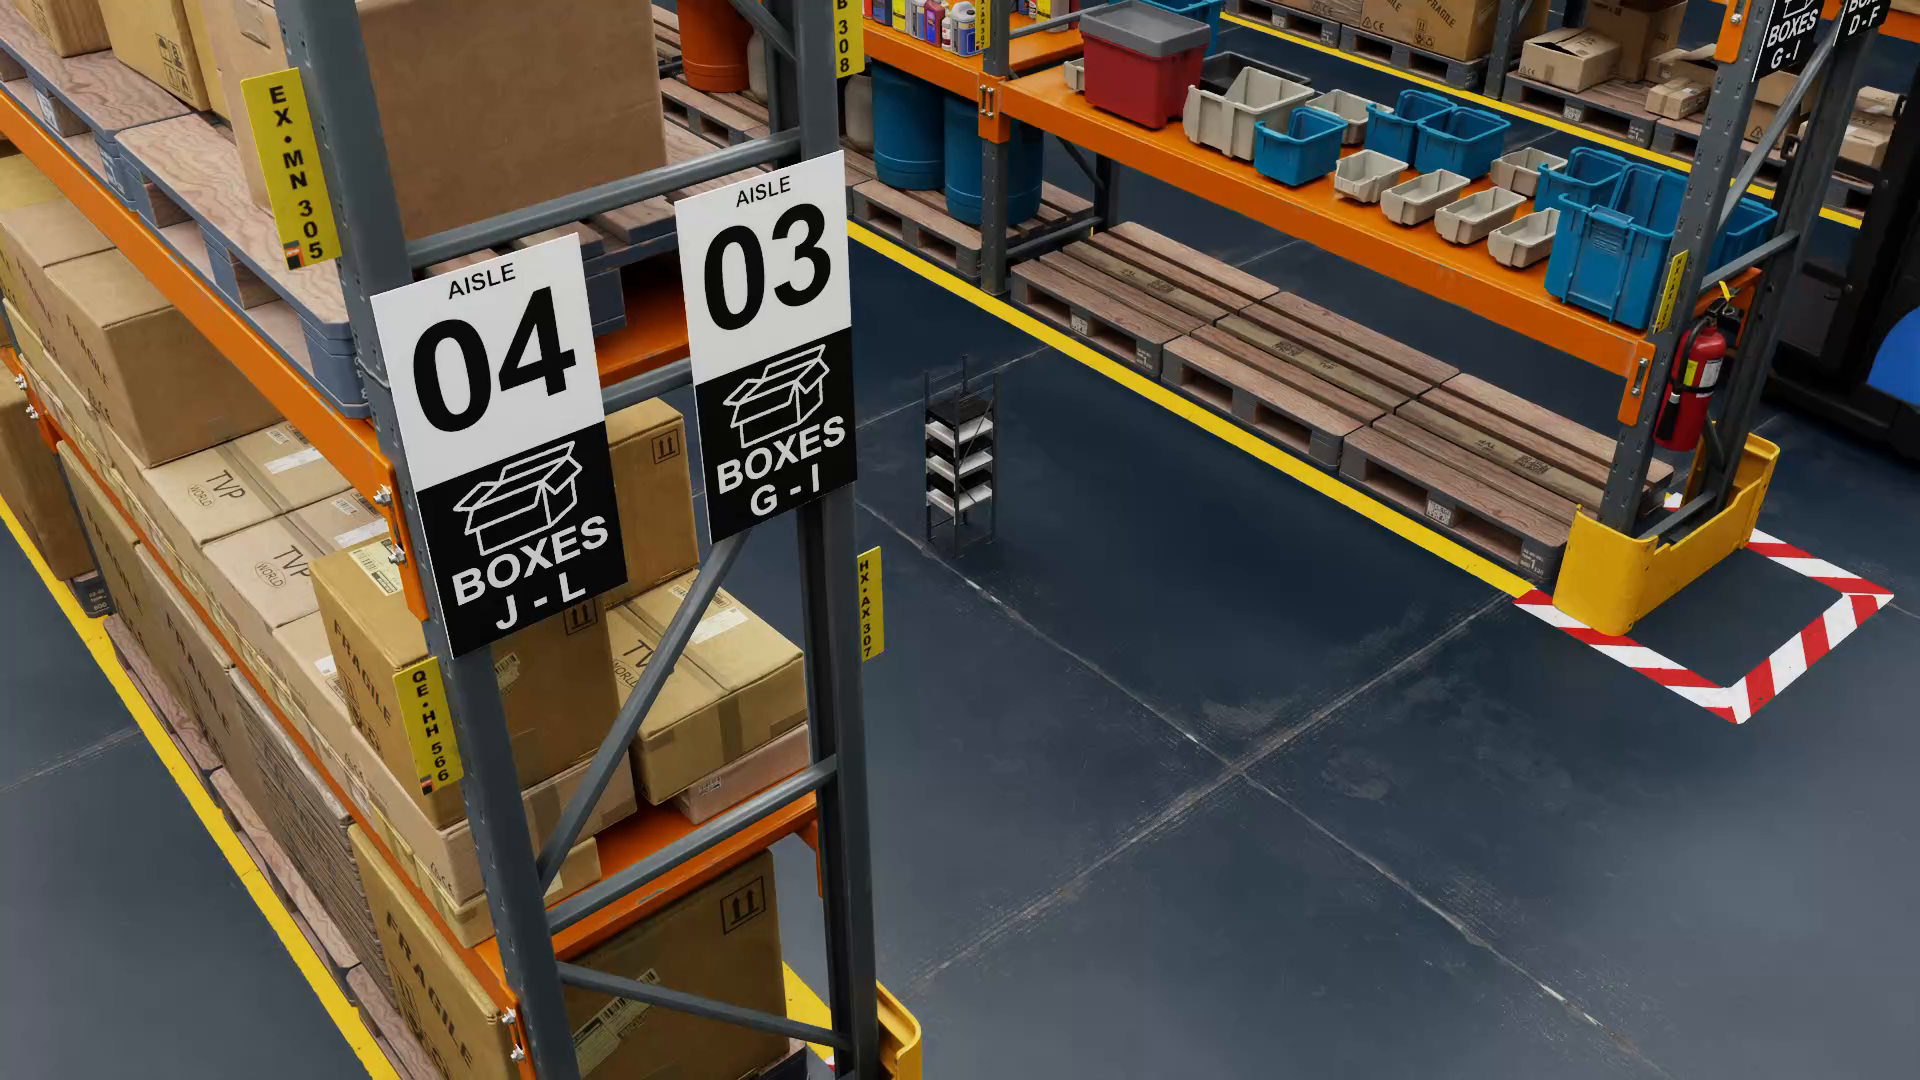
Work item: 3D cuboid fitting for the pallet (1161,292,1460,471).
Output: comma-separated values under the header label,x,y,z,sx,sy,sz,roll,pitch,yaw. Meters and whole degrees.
label,x,y,z,sx,sy,sz,roll,pitch,yaw
pallet,1.838,-0.870,8.796,1.003,0.211,1.213,-26,43,-32

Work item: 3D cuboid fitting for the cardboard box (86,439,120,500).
label,x,y,z,sx,sy,sz,roll,pitch,yaw
cardboard box,-2.793,-0.305,5.803,0.380,0.149,0.250,-27,44,-33

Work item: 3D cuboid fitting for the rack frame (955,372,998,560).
label,x,y,z,sx,sy,sz,roll,pitch,yaw
rack frame,0.071,-0.319,7.421,0.240,0.900,0.006,-26,43,-32

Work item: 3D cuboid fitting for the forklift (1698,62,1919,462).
label,x,y,z,sx,sy,sz,roll,pitch,yaw
forklift,4.698,-2.109,8.191,1.130,2.935,3.031,-22,41,-27

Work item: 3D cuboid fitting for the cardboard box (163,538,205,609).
label,x,y,z,sx,sy,sz,roll,pitch,yaw
cardboard box,-2.297,0.035,5.323,0.380,0.149,0.250,-27,44,-33

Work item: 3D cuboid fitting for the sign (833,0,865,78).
label,x,y,z,sx,sy,sz,roll,pitch,yaw
sign,-0.232,-1.061,3.233,0.100,0.325,0.005,-26,43,-32

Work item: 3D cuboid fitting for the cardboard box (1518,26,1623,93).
label,x,y,z,sx,sy,sz,roll,pitch,yaw
cardboard box,4.434,-3.519,12.070,0.500,0.311,0.500,-26,43,-32

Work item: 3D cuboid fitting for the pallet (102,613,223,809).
label,x,y,z,sx,sy,sz,roll,pitch,yaw
pallet,-2.810,0.493,6.871,1.003,0.211,1.213,-26,43,-32

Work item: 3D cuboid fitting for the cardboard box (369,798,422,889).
label,x,y,z,sx,sy,sz,roll,pitch,yaw
cardboard box,-1.310,0.710,4.369,0.380,0.149,0.250,-26,43,-31

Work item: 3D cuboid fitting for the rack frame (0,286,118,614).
label,x,y,z,sx,sy,sz,roll,pitch,yaw
rack frame,-3.241,-1.010,6.581,1.000,3.000,0.127,-26,43,-32

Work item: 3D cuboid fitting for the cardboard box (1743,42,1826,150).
label,x,y,z,sx,sy,sz,roll,pitch,yaw
cardboard box,5.545,-3.036,11.221,0.797,0.503,0.637,-26,43,-32

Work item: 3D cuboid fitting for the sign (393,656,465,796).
label,x,y,z,sx,sy,sz,roll,pitch,yaw
sign,-1.083,0.383,3.407,0.100,0.325,0.005,-26,43,-32

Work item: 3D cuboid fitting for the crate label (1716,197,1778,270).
label,x,y,z,sx,sy,sz,roll,pitch,yaw
crate label,3.216,-1.279,7.054,0.416,0.233,0.303,-26,43,-32

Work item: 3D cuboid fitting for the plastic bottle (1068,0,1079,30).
label,x,y,z,sx,sy,sz,roll,pitch,yaw
plastic bottle,0.632,-3.131,9.676,0.061,0.283,0.133,-26,43,-32

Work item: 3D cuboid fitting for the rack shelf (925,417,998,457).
label,x,y,z,sx,sy,sz,roll,pitch,yaw
rack shelf,0.005,-0.483,7.400,0.258,0.077,0.200,-26,43,-32

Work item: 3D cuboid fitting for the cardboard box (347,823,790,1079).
label,x,y,z,sx,sy,sz,roll,pitch,yaw
cardboard box,-1.134,1.199,4.937,0.875,0.875,0.875,-26,43,-32

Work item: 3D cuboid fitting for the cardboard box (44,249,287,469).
label,x,y,z,sx,sy,sz,roll,pitch,yaw
cardboard box,-2.476,-0.621,5.255,0.500,0.500,0.500,-28,44,-33

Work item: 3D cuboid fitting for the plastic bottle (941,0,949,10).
label,x,y,z,sx,sy,sz,roll,pitch,yaw
plastic bottle,-0.111,-3.046,9.627,0.097,0.201,0.097,0,35,0

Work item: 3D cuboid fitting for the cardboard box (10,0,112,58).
label,x,y,z,sx,sy,sz,roll,pitch,yaw
cardboard box,-2.118,-1.641,4.340,0.700,0.500,0.500,-24,42,-30

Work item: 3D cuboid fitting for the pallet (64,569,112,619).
label,x,y,z,sx,sy,sz,roll,pitch,yaw
pallet,-3.797,-0.185,7.828,1.003,0.211,1.213,-26,43,-32

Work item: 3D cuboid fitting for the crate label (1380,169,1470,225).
label,x,y,z,sx,sy,sz,roll,pitch,yaw
crate label,2.085,-1.548,7.516,0.396,0.136,0.243,-26,43,-32

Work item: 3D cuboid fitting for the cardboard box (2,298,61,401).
label,x,y,z,sx,sy,sz,roll,pitch,yaw
cardboard box,-3.138,-0.765,6.107,0.500,0.250,0.500,-27,43,-33

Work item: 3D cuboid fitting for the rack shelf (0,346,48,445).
label,x,y,z,sx,sy,sz,roll,pitch,yaw
rack shelf,-4.532,-1.599,8.035,1.077,0.370,4.000,-26,43,-32

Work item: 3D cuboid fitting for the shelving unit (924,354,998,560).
label,x,y,z,sx,sy,sz,roll,pitch,yaw
shelving unit,0.005,-0.364,7.485,0.258,0.900,0.210,-26,43,-32

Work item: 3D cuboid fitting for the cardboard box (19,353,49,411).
label,x,y,z,sx,sy,sz,roll,pitch,yaw
cardboard box,-3.304,-0.653,6.294,0.380,0.149,0.250,-26,43,-32

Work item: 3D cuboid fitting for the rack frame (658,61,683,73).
label,x,y,z,sx,sy,sz,roll,pitch,yaw
rack frame,-2.039,-4.623,11.683,1.000,3.000,0.127,-26,43,-32

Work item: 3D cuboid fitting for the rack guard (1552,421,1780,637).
label,x,y,z,sx,sy,sz,roll,pitch,yaw
rack guard,3.149,-0.065,7.410,1.175,0.500,0.348,-26,43,-32

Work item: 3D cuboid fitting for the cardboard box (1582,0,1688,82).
label,x,y,z,sx,sy,sz,roll,pitch,yaw
cardboard box,4.913,-3.717,12.185,0.500,0.500,0.500,-26,43,-32

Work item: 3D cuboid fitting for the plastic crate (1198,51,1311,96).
label,x,y,z,sx,sy,sz,roll,pitch,yaw
plastic crate,1.470,-2.375,8.695,0.437,0.125,0.590,-26,43,-32

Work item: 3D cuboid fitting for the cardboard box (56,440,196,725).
label,x,y,z,sx,sy,sz,roll,pitch,yaw
cardboard box,-2.876,0.007,6.620,0.875,0.875,0.875,-26,43,-32

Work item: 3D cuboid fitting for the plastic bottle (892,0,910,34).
label,x,y,z,sx,sy,sz,roll,pitch,yaw
plastic bottle,-0.301,-3.121,9.604,0.144,0.351,0.185,-26,43,-32

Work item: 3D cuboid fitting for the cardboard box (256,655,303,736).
label,x,y,z,sx,sy,sz,roll,pitch,yaw
cardboard box,-1.801,0.374,4.844,0.380,0.149,0.250,-27,43,-33

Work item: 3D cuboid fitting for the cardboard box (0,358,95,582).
label,x,y,z,sx,sy,sz,roll,pitch,yaw
cardboard box,-3.669,-0.589,7.462,1.225,0.875,0.875,-26,43,-32

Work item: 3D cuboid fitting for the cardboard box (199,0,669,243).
label,x,y,z,sx,sy,sz,roll,pitch,yaw
cardboard box,-1.036,-0.931,3.337,0.700,0.500,0.500,-29,44,-34

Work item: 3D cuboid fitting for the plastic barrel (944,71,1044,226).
label,x,y,z,sx,sy,sz,roll,pitch,yaw
plastic barrel,0.204,-2.419,10.022,0.600,0.901,0.708,-26,43,-32

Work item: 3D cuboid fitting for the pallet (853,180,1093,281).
label,x,y,z,sx,sy,sz,roll,pitch,yaw
pallet,0.076,-2.075,10.498,1.003,0.211,1.213,-26,43,-32

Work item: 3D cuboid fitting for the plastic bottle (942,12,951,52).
label,x,y,z,sx,sy,sz,roll,pitch,yaw
plastic bottle,-0.055,-2.871,9.380,0.097,0.201,0.097,0,35,0

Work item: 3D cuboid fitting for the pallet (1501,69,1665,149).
label,x,y,z,sx,sy,sz,roll,pitch,yaw
pallet,4.771,-3.261,12.173,1.003,0.211,1.213,-26,43,-32

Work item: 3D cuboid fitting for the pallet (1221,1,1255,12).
label,x,y,z,sx,sy,sz,roll,pitch,yaw
pallet,2.200,-4.987,14.609,1.003,0.211,1.213,-26,43,-32

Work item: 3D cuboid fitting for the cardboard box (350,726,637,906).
label,x,y,z,sx,sy,sz,roll,pitch,yaw
cardboard box,-1.175,0.581,4.207,0.500,0.250,0.500,-27,43,-32

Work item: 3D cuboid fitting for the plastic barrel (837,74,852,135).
label,x,y,z,sx,sy,sz,roll,pitch,yaw
plastic barrel,-0.981,-3.102,11.258,0.600,0.588,0.708,-26,43,-32

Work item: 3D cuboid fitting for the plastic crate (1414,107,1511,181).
label,x,y,z,sx,sy,sz,roll,pitch,yaw
plastic crate,2.366,-1.860,7.875,0.416,0.233,0.300,-26,43,-32

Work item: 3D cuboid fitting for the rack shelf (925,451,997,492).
label,x,y,z,sx,sy,sz,roll,pitch,yaw
rack shelf,0.005,-0.336,7.504,0.258,0.077,0.200,-26,43,-32

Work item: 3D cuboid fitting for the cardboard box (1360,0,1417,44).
label,x,y,z,sx,sy,sz,roll,pitch,yaw
cardboard box,3.479,-4.195,12.860,0.500,0.500,0.500,-26,43,-32

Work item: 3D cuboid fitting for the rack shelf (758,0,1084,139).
label,x,y,z,sx,sy,sz,roll,pitch,yaw
rack shelf,-0.748,-3.447,10.644,1.077,0.370,4.000,-26,43,-32

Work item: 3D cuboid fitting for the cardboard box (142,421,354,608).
label,x,y,z,sx,sy,sz,roll,pitch,yaw
cardboard box,-2.170,-0.096,5.163,0.500,0.250,0.500,-26,43,-32

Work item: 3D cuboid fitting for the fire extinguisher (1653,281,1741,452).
label,x,y,z,sx,sy,sz,roll,pitch,yaw
fire extinguisher,2.874,-0.671,6.492,0.296,0.674,0.183,-26,43,-32

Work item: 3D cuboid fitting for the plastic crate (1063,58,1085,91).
label,x,y,z,sx,sy,sz,roll,pitch,yaw
plastic crate,0.734,-2.515,8.882,0.396,0.136,0.243,-26,43,-32

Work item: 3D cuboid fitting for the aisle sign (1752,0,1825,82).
label,x,y,z,sx,sy,sz,roll,pitch,yaw
aisle sign,2.946,-2.011,5.745,0.394,0.787,0.004,-26,43,-32

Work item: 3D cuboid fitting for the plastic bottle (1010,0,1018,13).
label,x,y,z,sx,sy,sz,roll,pitch,yaw
plastic bottle,0.299,-3.315,9.942,0.152,0.276,0.135,-26,43,-32
